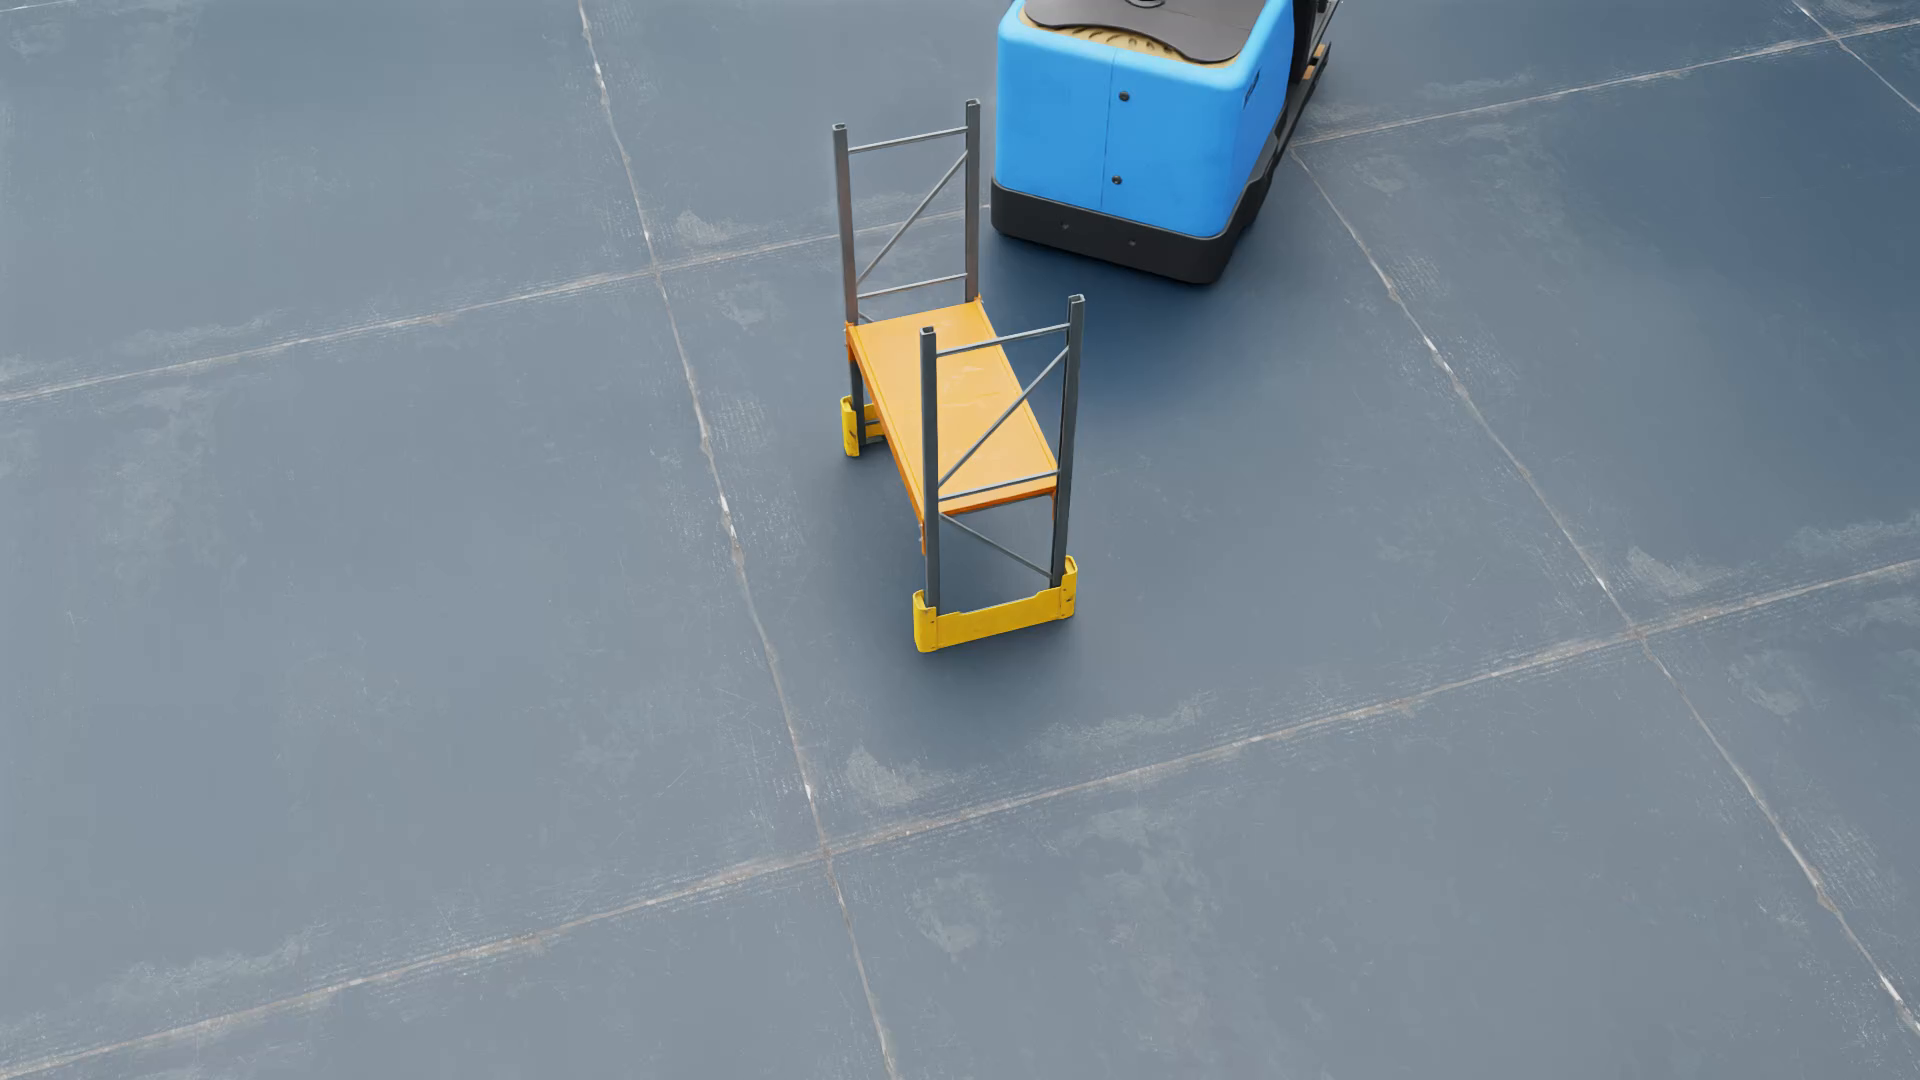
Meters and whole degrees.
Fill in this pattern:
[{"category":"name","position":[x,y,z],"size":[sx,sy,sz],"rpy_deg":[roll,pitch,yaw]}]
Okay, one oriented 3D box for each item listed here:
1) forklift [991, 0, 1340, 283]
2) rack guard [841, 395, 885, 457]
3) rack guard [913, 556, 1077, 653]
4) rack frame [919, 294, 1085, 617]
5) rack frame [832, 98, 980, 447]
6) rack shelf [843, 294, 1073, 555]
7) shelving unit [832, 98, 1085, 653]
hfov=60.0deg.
[{"category":"forklift","position":[1.163,-3.187,7.020],"size":[1.130,2.935,3.031],"rpy_deg":[17,52,14]},{"category":"rack guard","position":[-0.170,-0.500,6.508],"size":[0.587,0.250,0.087],"rpy_deg":[-13,51,-11]},{"category":"rack guard","position":[0.125,0.227,5.895],"size":[0.587,0.250,0.087],"rpy_deg":[-13,51,-11]},{"category":"rack frame","position":[0.125,-0.174,5.416],"size":[0.500,1.500,0.032],"rpy_deg":[-13,51,-11]},{"category":"rack frame","position":[-0.176,-0.917,6.042],"size":[0.500,1.500,0.032],"rpy_deg":[-13,51,-11]},{"category":"rack shelf","position":[-0.025,-0.430,5.867],"size":[0.538,0.185,1.000],"rpy_deg":[-13,51,-11]},{"category":"shelving unit","position":[-0.023,-0.539,5.724],"size":[0.587,1.500,1.083],"rpy_deg":[-13,51,-11]}]
